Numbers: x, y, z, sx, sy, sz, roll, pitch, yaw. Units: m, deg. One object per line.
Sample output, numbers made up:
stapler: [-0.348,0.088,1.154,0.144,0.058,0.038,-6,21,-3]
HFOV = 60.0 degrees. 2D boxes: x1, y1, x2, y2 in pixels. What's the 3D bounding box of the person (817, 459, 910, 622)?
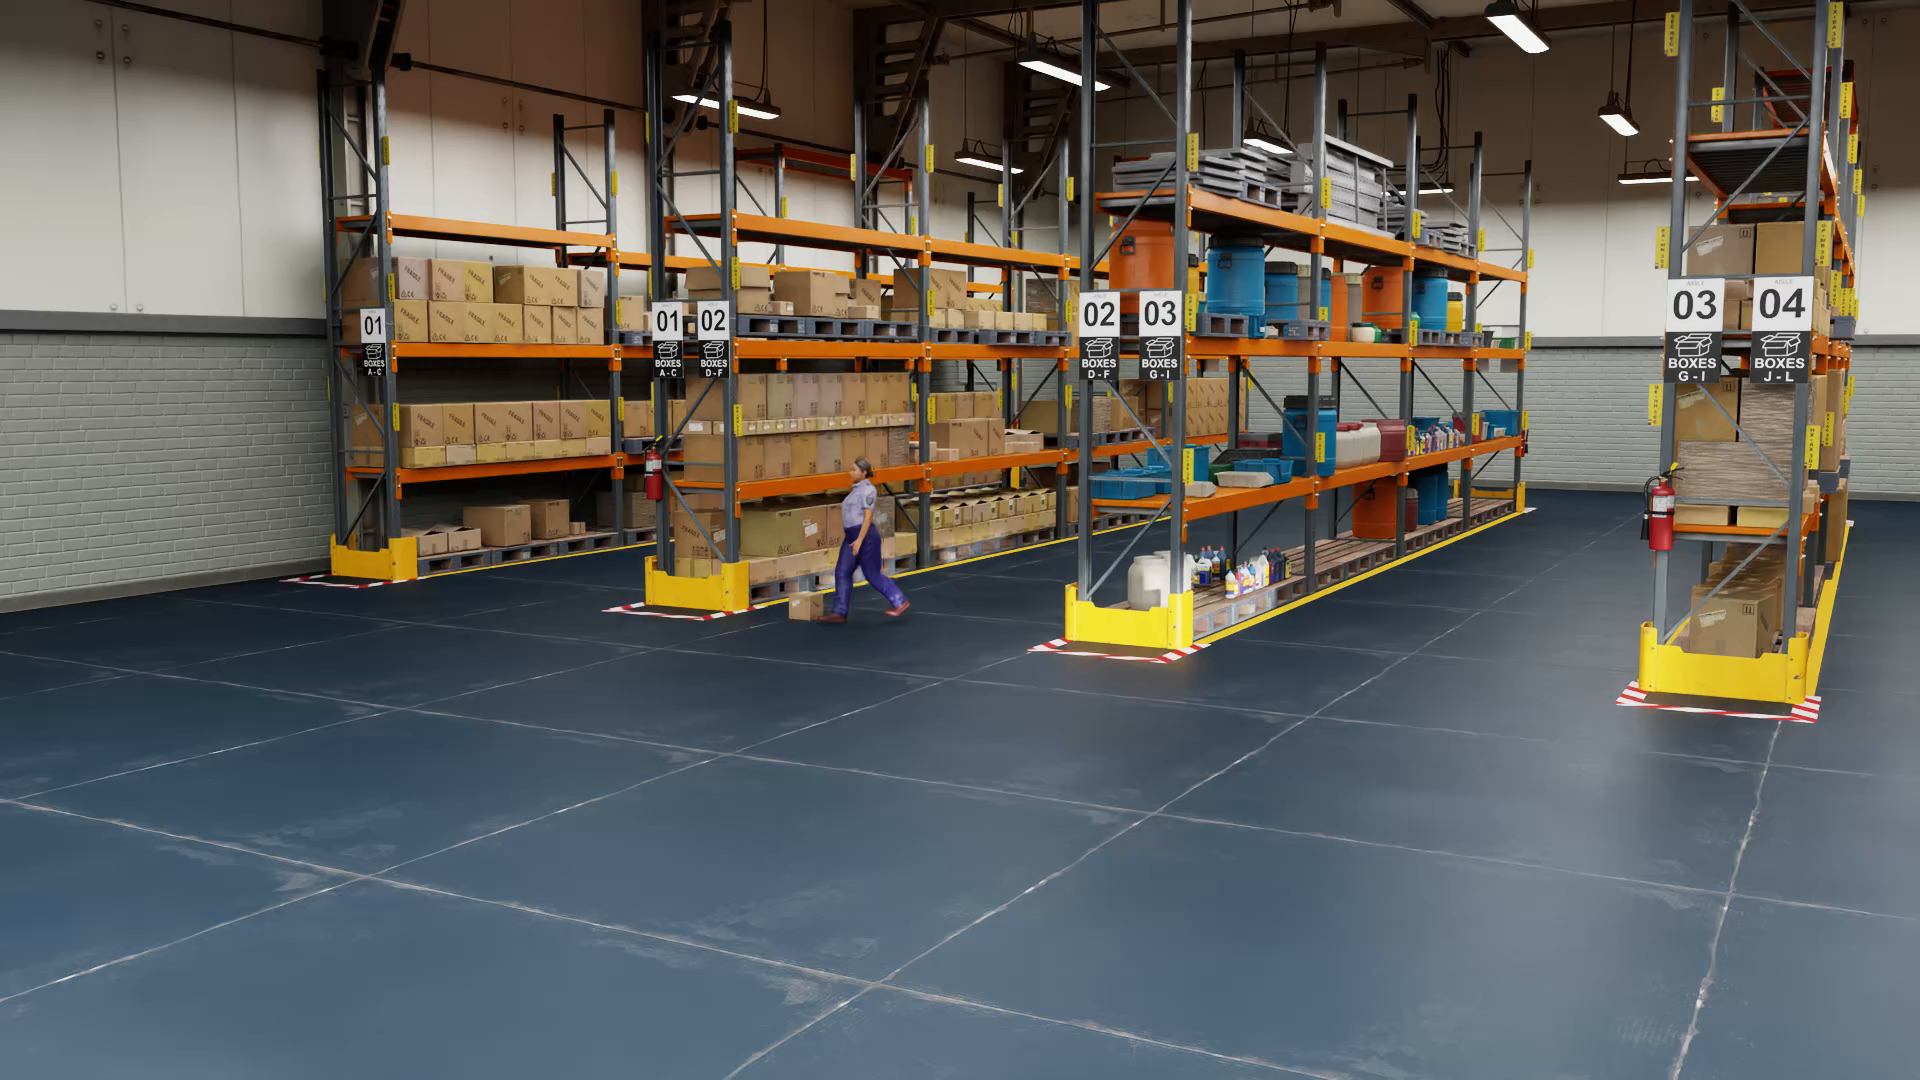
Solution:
person: [-0.962,0.009,16.438,0.927,1.615,0.513,-3,7,-23]
